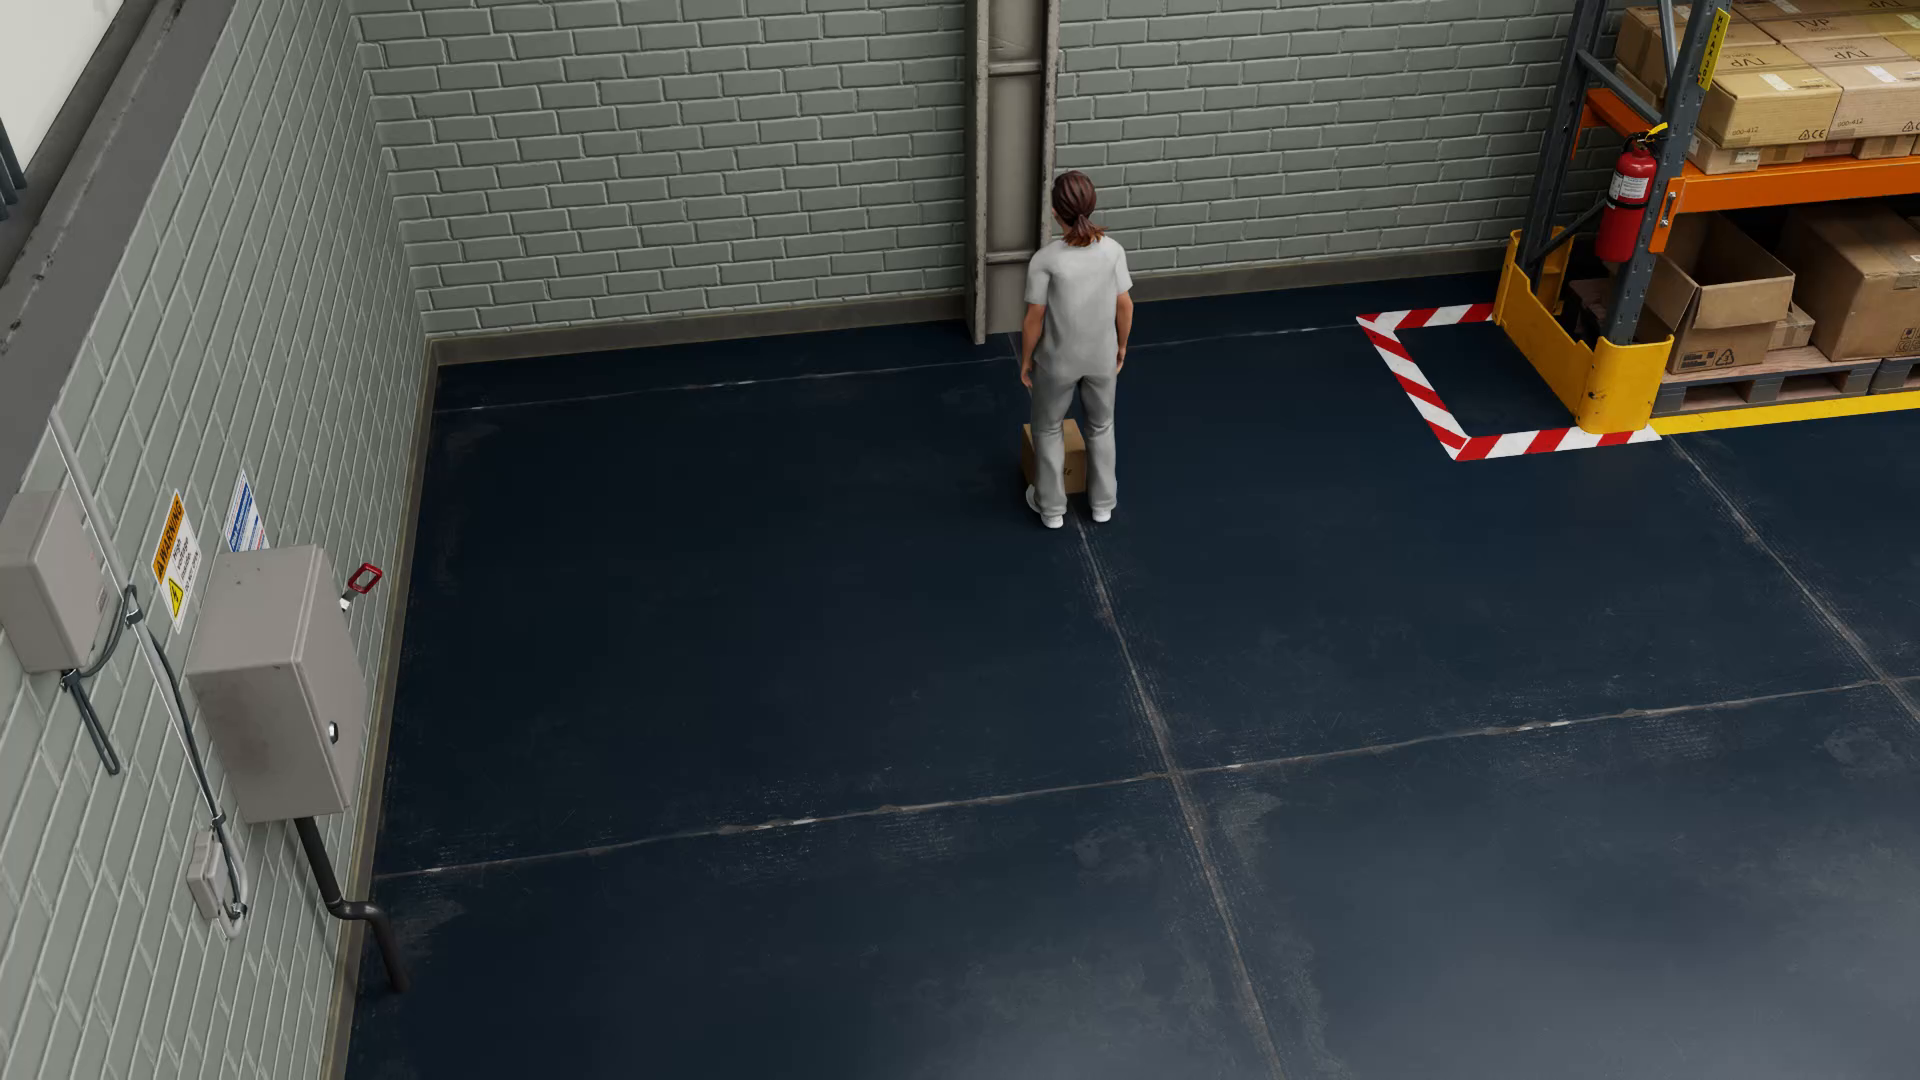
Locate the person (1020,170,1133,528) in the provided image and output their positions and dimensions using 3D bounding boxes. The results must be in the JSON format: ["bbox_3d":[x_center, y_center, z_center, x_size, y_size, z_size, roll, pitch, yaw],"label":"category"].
[{"bbox_3d":[0.492,-0.784,7.131,0.499,1.671,0.364,-8,39,-10],"label":"person"}]
